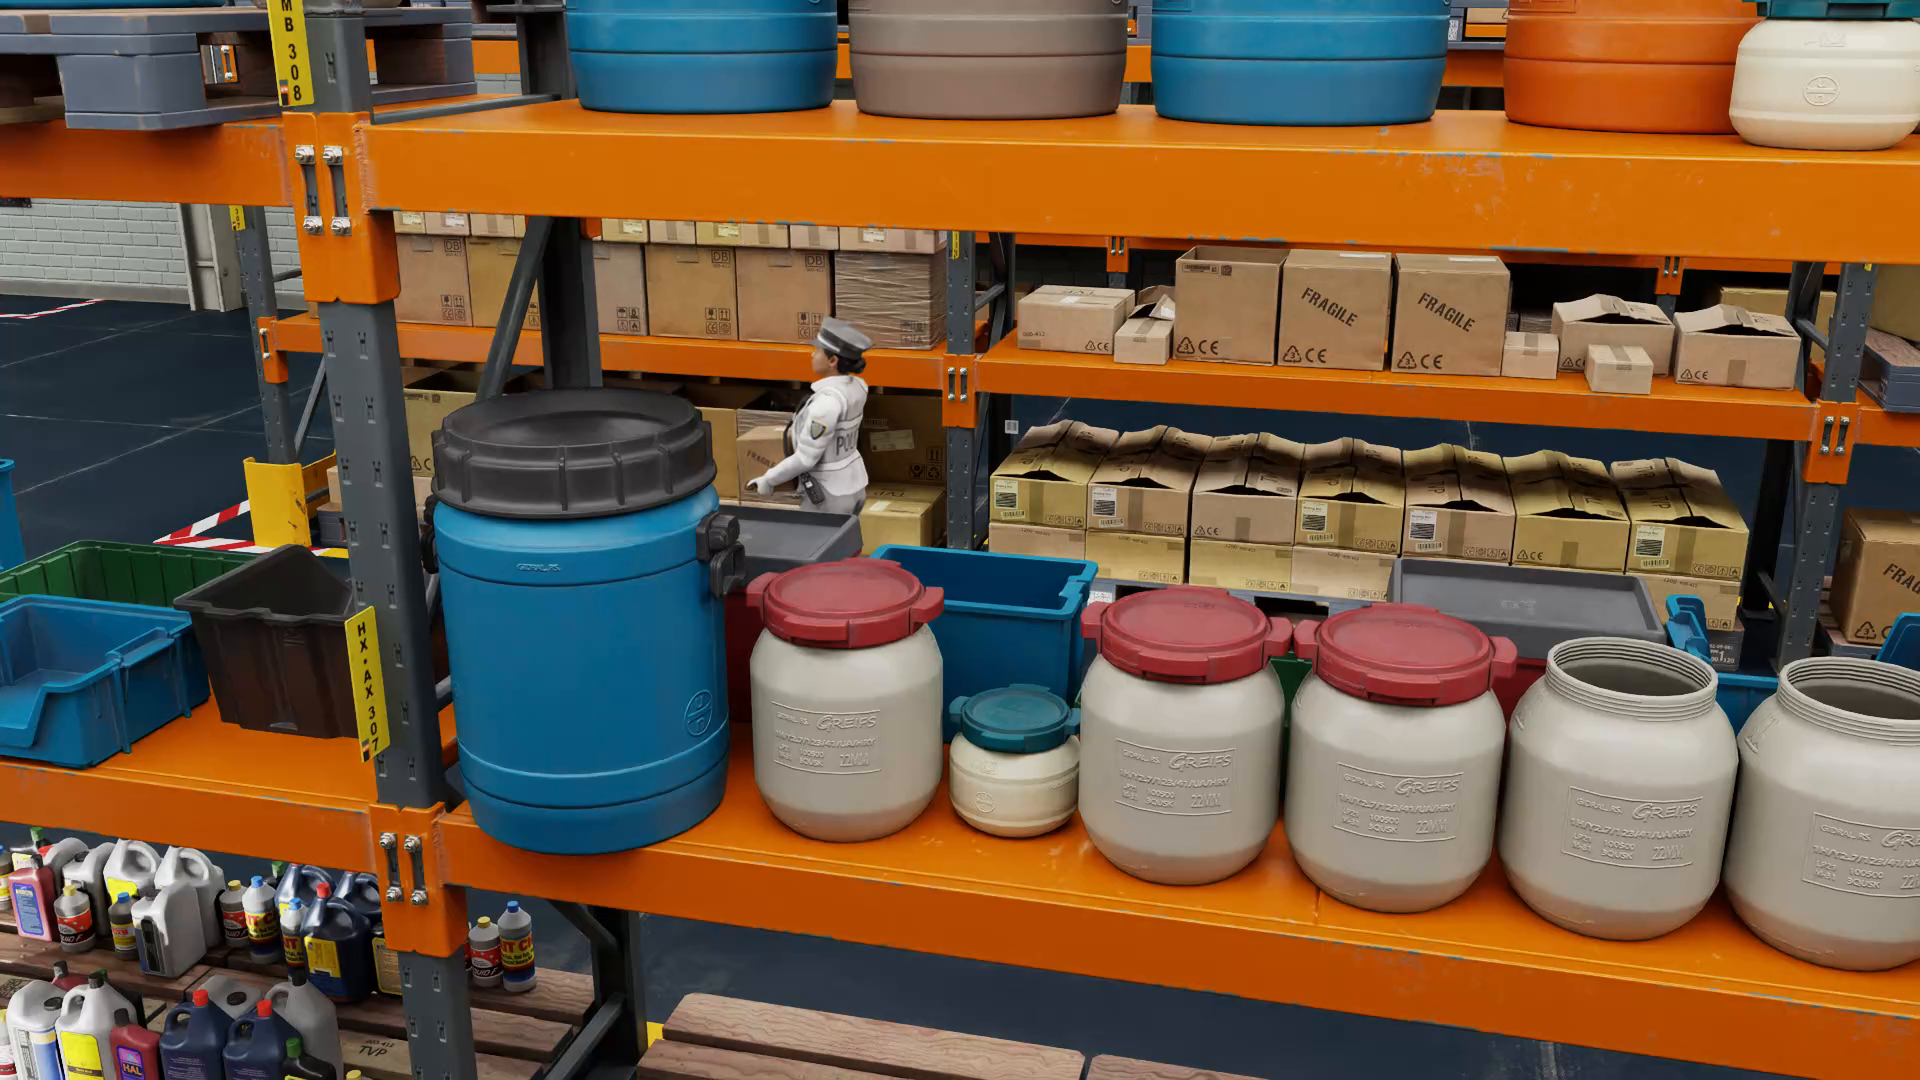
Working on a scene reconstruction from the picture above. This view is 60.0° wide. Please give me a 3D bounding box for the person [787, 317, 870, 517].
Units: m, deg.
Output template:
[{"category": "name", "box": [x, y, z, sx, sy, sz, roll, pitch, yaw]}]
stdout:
[{"category": "person", "box": [-0.601, -0.184, 7.591, 0.359, 1.673, 0.508, 5, 19, 13]}]
